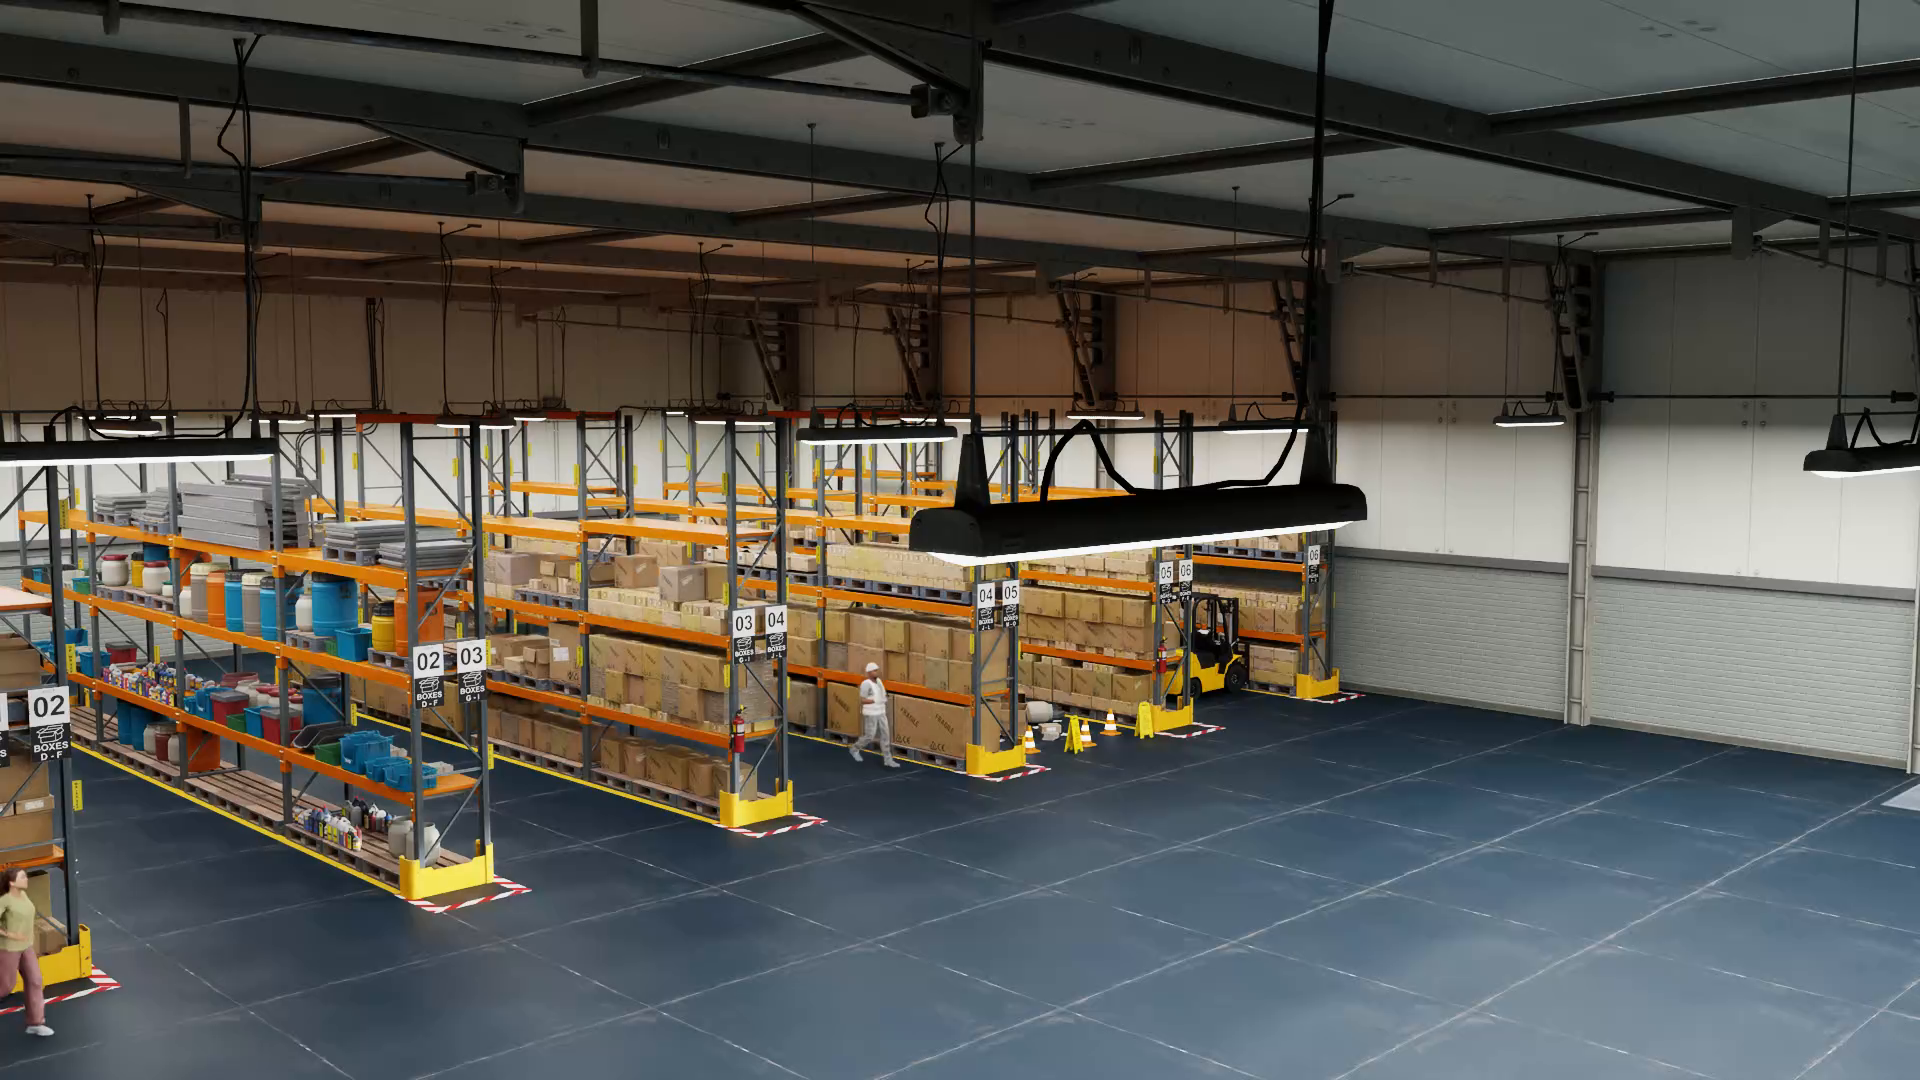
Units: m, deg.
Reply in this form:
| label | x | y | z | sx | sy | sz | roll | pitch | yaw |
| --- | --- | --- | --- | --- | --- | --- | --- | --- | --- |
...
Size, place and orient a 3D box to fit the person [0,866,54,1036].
| label | x | y | z | sx | sy | sz | roll | pitch | yaw |
| --- | --- | --- | --- | --- | --- | --- | --- | --- | --- |
| person | -9.383 | 4.063 | 16.549 | 0.935 | 1.629 | 0.639 | 0 | 5 | 6 |

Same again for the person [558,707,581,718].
| label | x | y | z | sx | sy | sz | roll | pitch | yaw |
| --- | --- | --- | --- | --- | --- | --- | --- | --- | --- |
| person | -7.480 | 2.720 | 31.999 | 0.774 | 1.755 | 0.559 | 5 | 7 | 43 |

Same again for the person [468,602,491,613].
| label | x | y | z | sx | sy | sz | roll | pitch | yaw |
| --- | --- | --- | --- | --- | --- | --- | --- | --- | --- |
| person | -11.627 | 1.974 | 40.023 | 0.723 | 1.759 | 0.846 | 3 | 6 | 28 |

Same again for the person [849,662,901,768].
| label | x | y | z | sx | sy | sz | roll | pitch | yaw |
| --- | --- | --- | --- | --- | --- | --- | --- | --- | --- |
| person | -1.449 | 2.958 | 28.228 | 0.971 | 1.763 | 0.685 | 3 | 6 | 32 |
